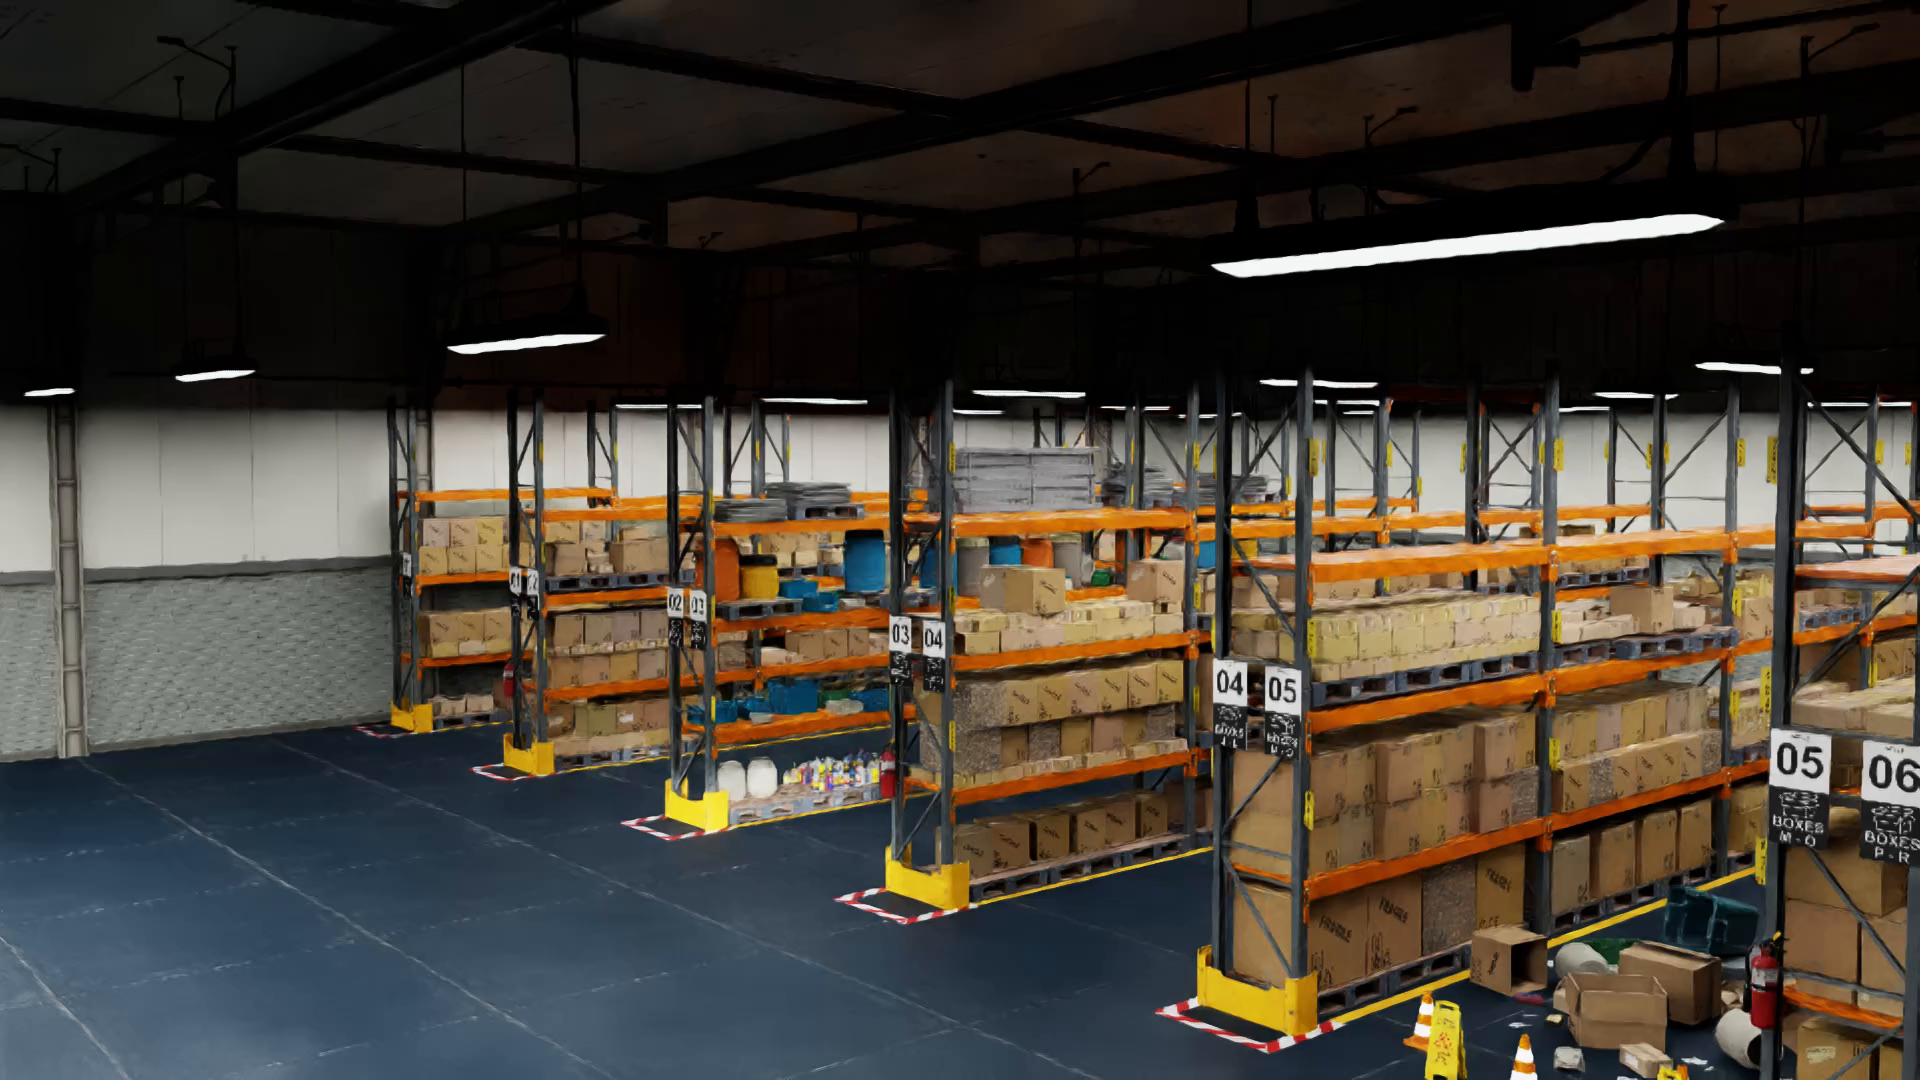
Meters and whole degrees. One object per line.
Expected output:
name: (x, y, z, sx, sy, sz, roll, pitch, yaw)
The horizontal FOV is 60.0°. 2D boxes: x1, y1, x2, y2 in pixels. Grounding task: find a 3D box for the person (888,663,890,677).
person: (-1.178, 2.357, 33.369, 0.546, 1.732, 0.729, -3, 4, -42)
